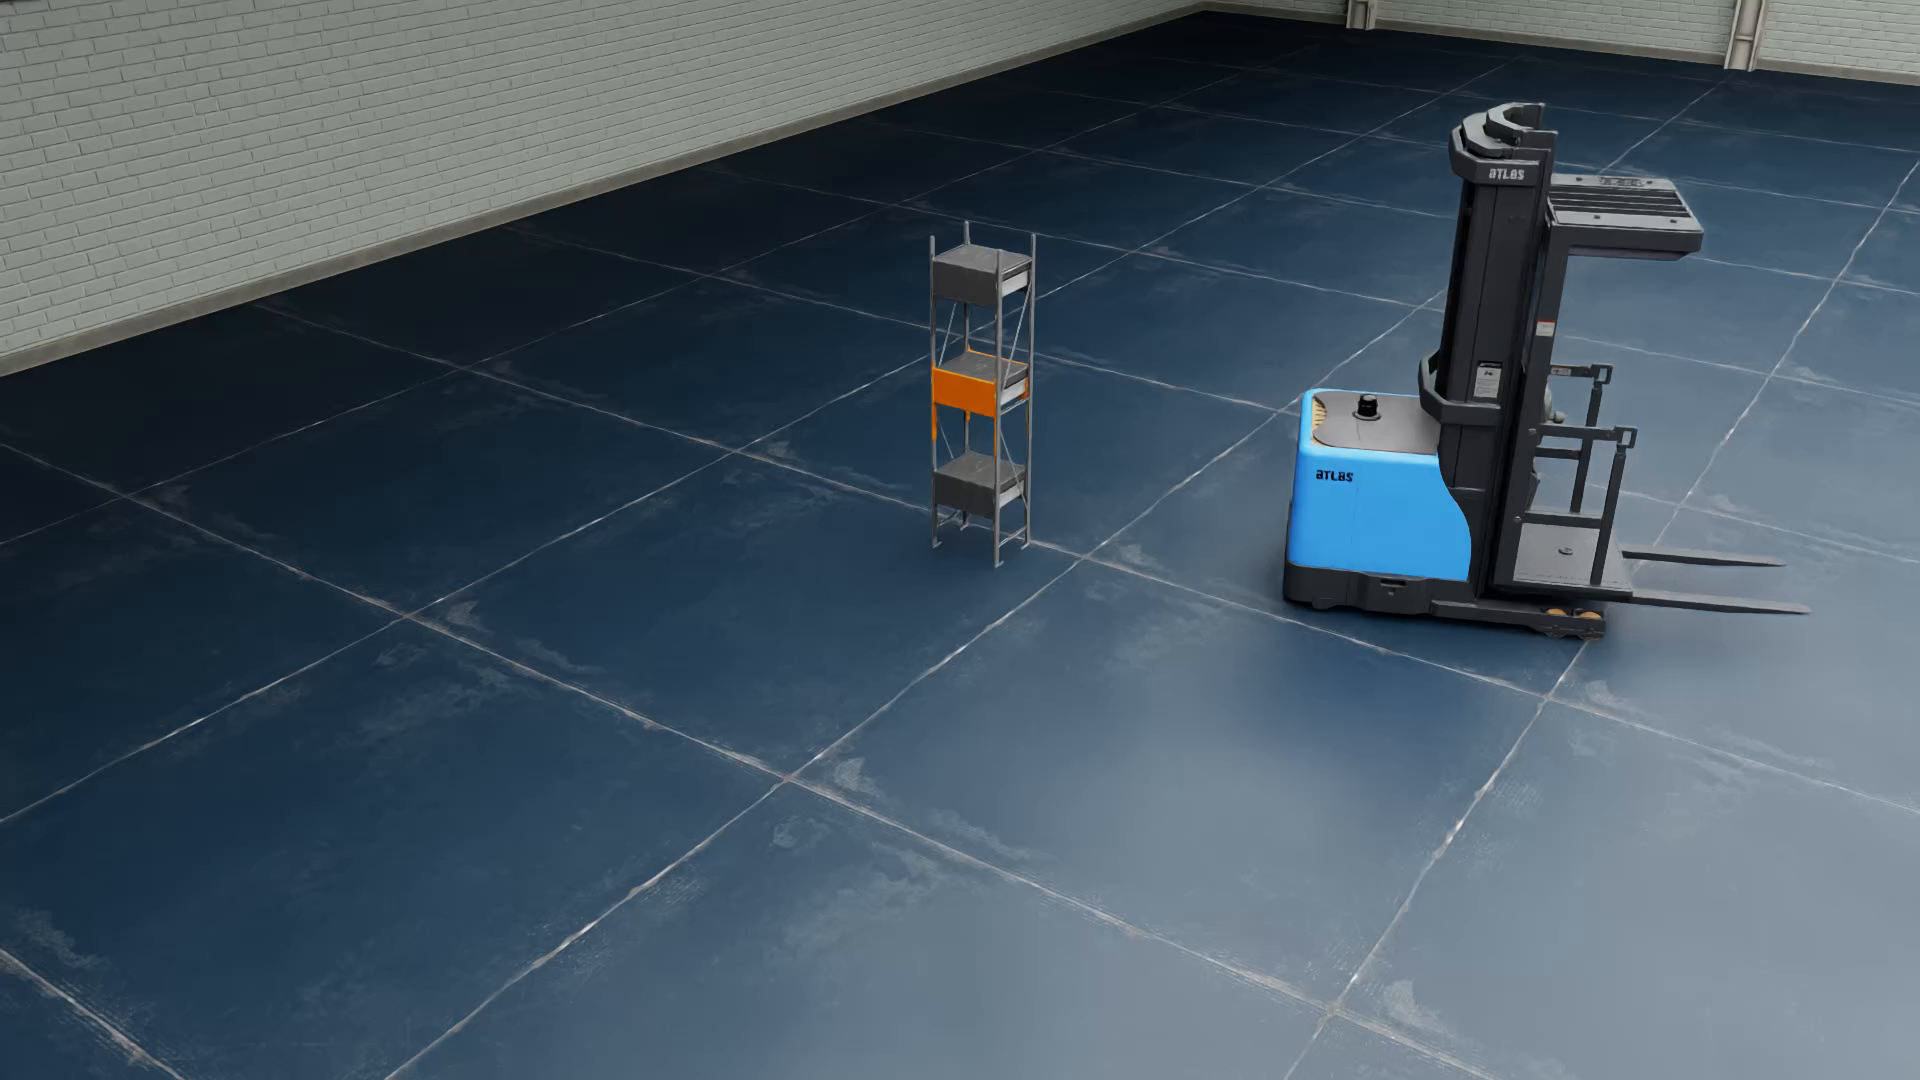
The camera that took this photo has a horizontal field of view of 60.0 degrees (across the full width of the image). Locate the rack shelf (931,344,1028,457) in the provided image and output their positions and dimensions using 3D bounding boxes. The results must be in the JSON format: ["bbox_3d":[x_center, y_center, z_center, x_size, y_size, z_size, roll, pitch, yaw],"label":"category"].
[{"bbox_3d":[0.136,-0.881,10.470,0.480,0.518,0.431,17,32,30],"label":"rack shelf"}]

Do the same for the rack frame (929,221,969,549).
[{"bbox_3d":[-0.065,-0.956,10.587,0.015,2.100,0.400,17,32,30],"label":"rack frame"}]

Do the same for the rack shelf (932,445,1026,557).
[{"bbox_3d":[0.136,-0.257,10.788,0.480,0.518,0.431,17,32,30],"label":"rack shelf"}]

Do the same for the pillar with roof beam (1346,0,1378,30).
[{"bbox_3d":[4.286,-10.999,22.715,0.400,9.000,9.100,17,32,30],"label":"pillar with roof beam"}]

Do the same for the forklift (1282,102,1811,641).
[{"bbox_3d":[3.555,-0.972,9.703,3.031,2.935,1.130,5,27,10],"label":"forklift"}]

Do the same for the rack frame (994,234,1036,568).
[{"bbox_3d":[0.338,-0.831,10.341,0.015,2.100,0.400,17,32,30],"label":"rack frame"}]

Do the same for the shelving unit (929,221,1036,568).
[{"bbox_3d":[0.136,-0.893,10.464,0.503,2.100,0.431,17,32,30],"label":"shelving unit"}]

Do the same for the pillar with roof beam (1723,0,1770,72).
[{"bbox_3d":[9.231,-9.458,19.687,0.400,9.000,9.100,17,32,30],"label":"pillar with roof beam"}]

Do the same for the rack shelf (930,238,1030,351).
[{"bbox_3d":[0.136,-1.505,10.153,0.480,0.518,0.431,17,32,30],"label":"rack shelf"}]
